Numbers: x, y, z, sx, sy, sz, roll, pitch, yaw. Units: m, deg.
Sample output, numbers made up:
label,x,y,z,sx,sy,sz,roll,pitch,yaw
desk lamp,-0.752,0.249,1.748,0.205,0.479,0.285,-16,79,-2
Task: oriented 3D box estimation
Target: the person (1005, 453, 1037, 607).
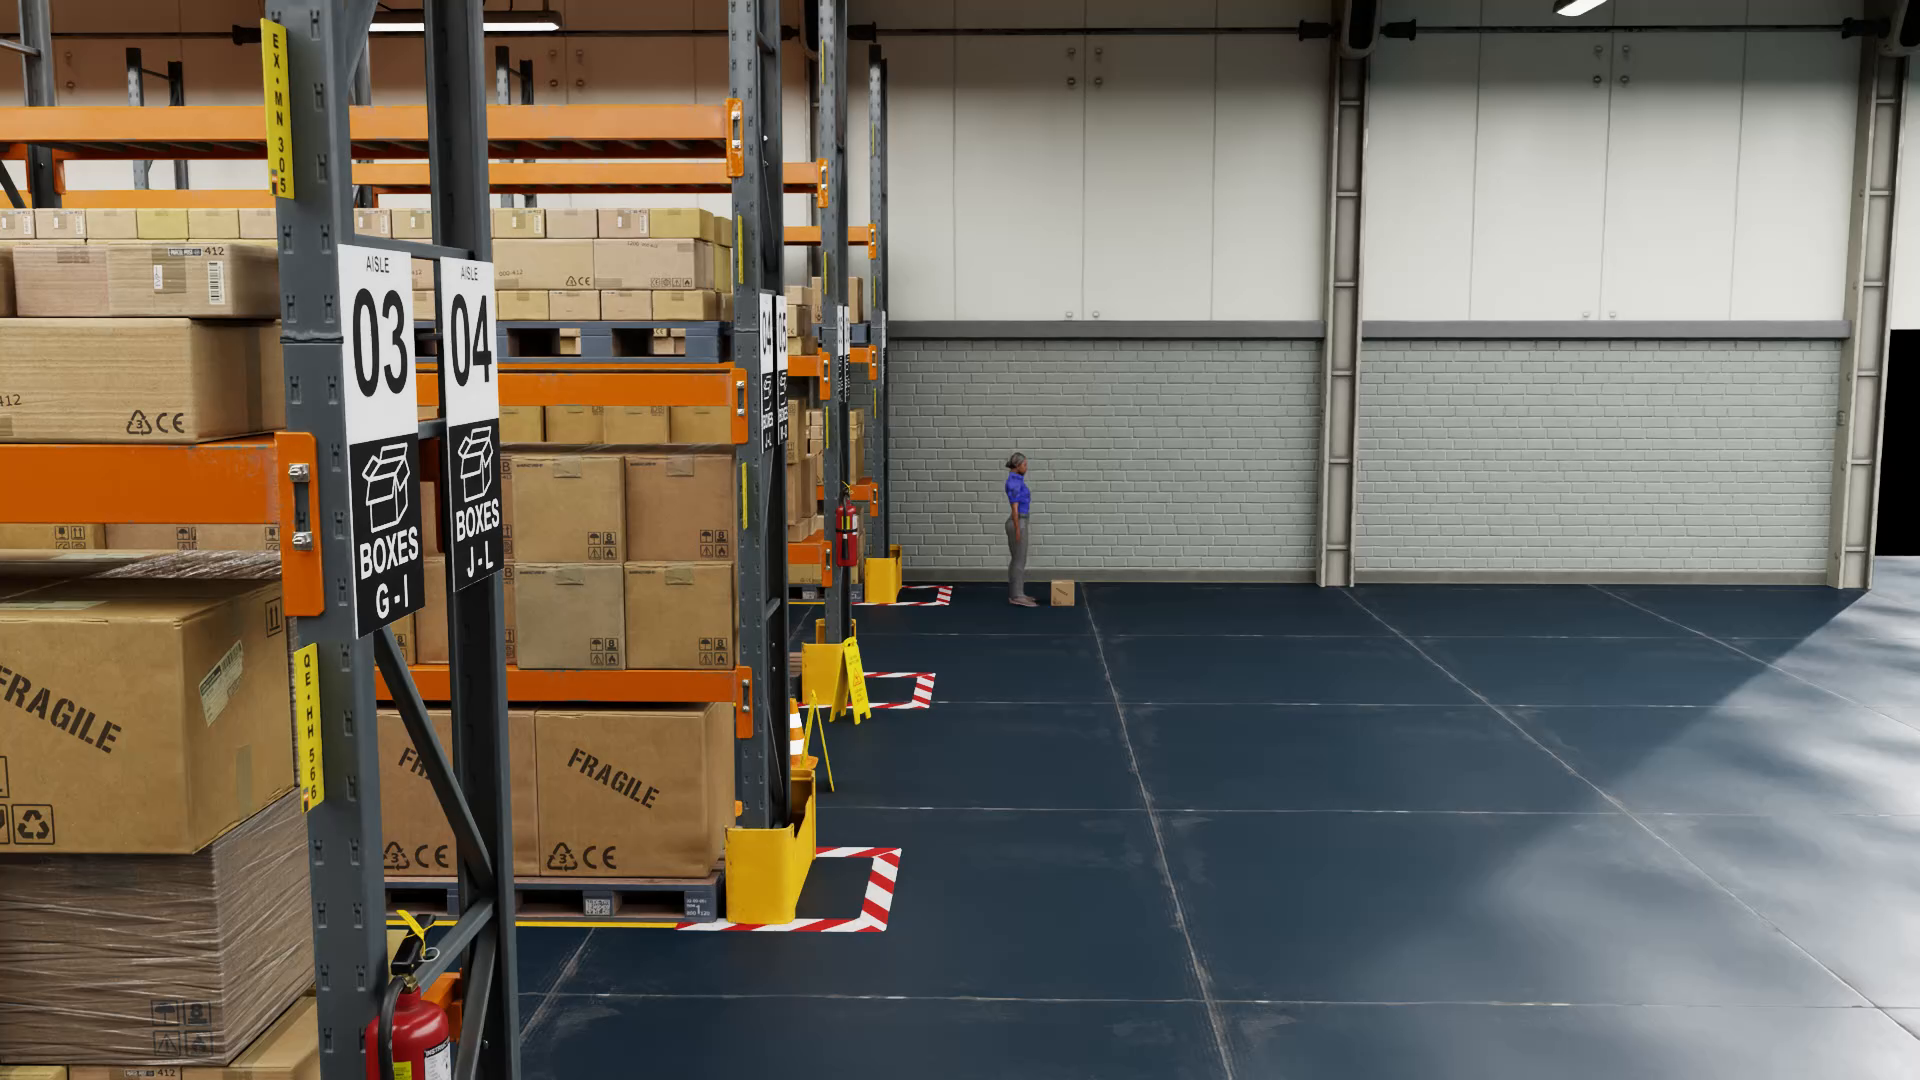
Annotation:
label,x,y,z,sx,sy,sz,roll,pitch,yaw
person,0.666,-0.122,18.231,0.355,1.678,0.448,0,7,2
